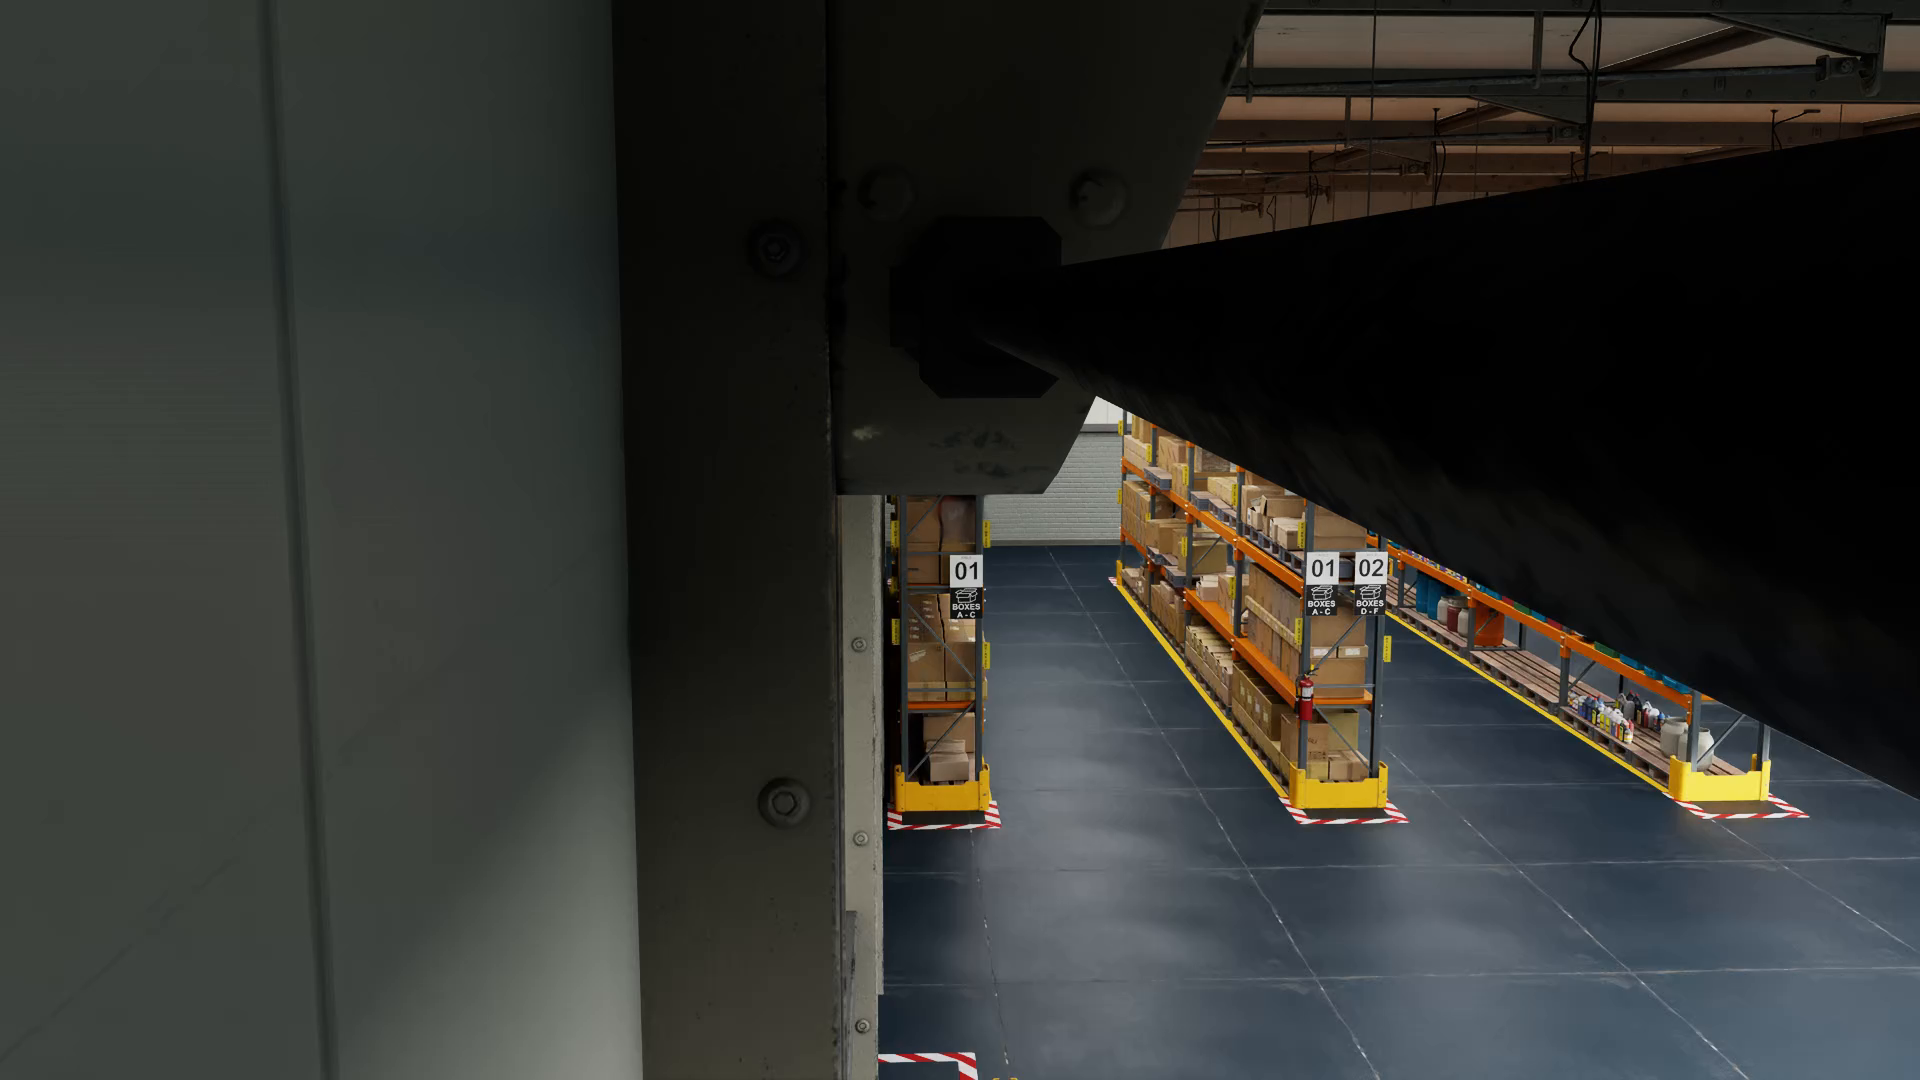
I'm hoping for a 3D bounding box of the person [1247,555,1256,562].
[{"bbox_3d":[6.189,0.443,34.074,0.608,1.831,0.912,-3,9,-17],"label":"person"}]
